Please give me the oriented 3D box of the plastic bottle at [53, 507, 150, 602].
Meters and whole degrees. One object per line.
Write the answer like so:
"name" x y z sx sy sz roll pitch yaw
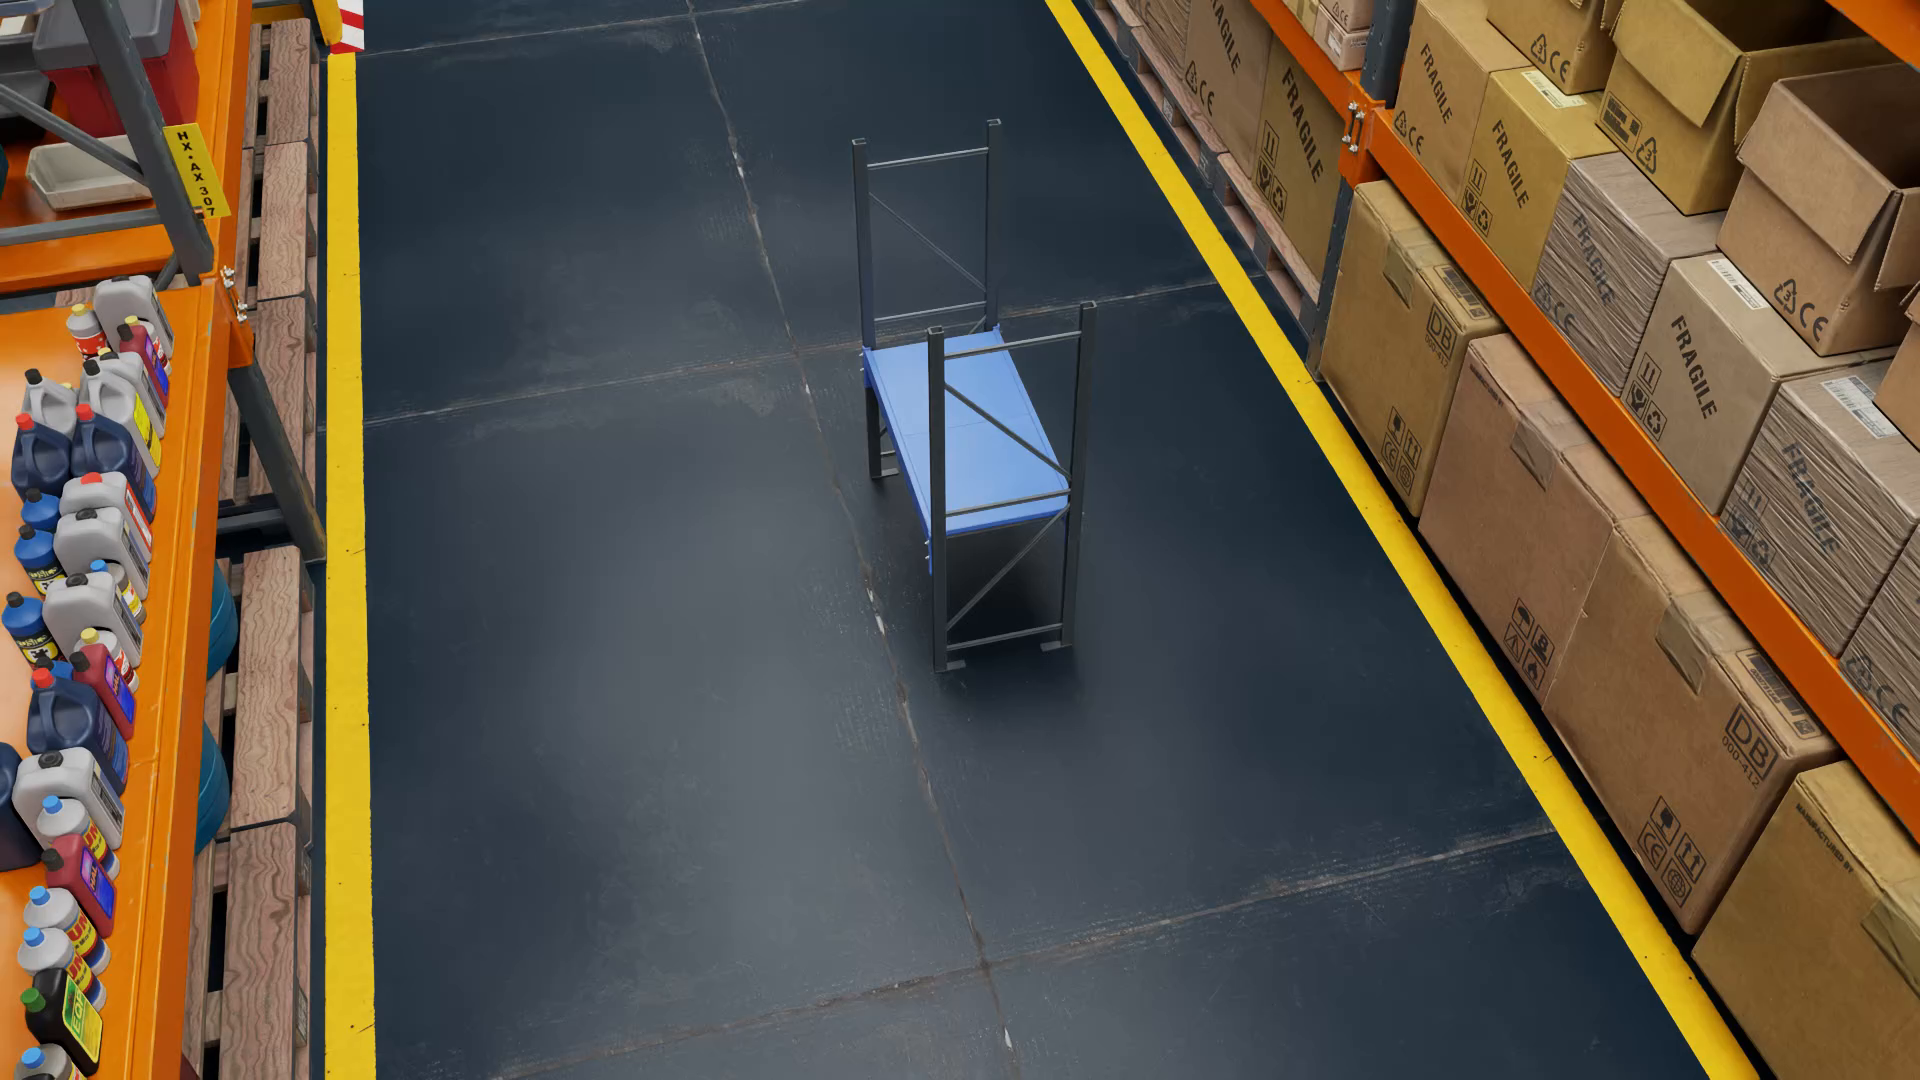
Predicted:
"plastic bottle" -2.177 0.030 4.208 0.152 0.276 0.135 -11 47 -10

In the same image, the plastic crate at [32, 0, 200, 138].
"plastic crate" -2.833 -1.626 5.656 0.402 0.464 0.583 -11 47 -10

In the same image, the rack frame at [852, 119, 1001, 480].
"rack frame" -0.108 -0.817 6.001 0.500 1.500 0.032 -11 47 -10

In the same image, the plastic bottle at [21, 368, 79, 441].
"plastic bottle" -2.435 -0.302 4.480 0.144 0.351 0.185 -11 47 -10

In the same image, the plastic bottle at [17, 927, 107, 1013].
"plastic bottle" -1.836 0.873 3.384 0.097 0.271 0.097 0 46 0

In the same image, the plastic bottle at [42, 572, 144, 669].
"plastic bottle" -2.117 0.190 4.051 0.152 0.276 0.135 -11 47 -10

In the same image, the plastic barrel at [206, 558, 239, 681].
"plastic barrel" -2.724 0.046 5.280 0.600 0.901 0.708 -11 47 -10

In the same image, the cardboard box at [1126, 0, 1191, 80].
"cardboard box" 1.391 -2.935 8.220 0.875 0.875 0.875 -11 47 -10

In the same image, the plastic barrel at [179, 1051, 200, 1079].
"plastic barrel" -2.254 1.424 4.148 0.600 0.588 0.708 -11 47 -10

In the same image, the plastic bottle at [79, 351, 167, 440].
"plastic bottle" -2.340 -0.411 4.640 0.152 0.276 0.135 -11 47 -10

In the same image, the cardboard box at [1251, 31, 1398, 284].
"cardboard box" 1.849 -1.699 7.009 0.875 0.875 0.875 -11 47 -10

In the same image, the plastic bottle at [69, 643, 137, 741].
"plastic bottle" -2.014 0.339 3.900 0.061 0.283 0.133 -11 47 -10

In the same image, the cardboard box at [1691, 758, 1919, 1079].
"cardboard box" 2.808 1.052 4.312 1.225 0.875 0.875 -13 47 -12

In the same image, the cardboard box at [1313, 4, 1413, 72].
"cardboard box" 1.546 -1.888 6.176 0.380 0.149 0.250 -10 47 -10

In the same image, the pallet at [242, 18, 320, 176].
"pallet" -3.698 -2.129 8.189 1.003 0.211 1.213 -11 47 -10

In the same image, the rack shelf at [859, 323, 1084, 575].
"rack shelf" 0.022 -0.340 5.785 0.538 0.185 1.000 -11 47 -10

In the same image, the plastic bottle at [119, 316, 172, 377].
"plastic bottle" -2.378 -0.562 4.840 0.097 0.201 0.097 0 46 0

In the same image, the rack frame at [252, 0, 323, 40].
"rack frame" -3.871 -3.682 7.758 1.000 3.000 0.127 -11 47 -10

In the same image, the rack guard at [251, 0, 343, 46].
"rack guard" -3.890 -2.821 8.665 1.175 0.500 0.348 -11 47 -10

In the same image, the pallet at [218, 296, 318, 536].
"pallet" -3.073 -0.445 6.538 1.003 0.211 1.213 -11 47 -10

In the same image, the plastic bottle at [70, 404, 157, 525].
"plastic bottle" -2.248 -0.200 4.381 0.144 0.351 0.185 -11 47 -10

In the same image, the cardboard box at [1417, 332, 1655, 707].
"cardboard box" 2.353 -0.174 5.514 1.225 0.875 0.875 -12 47 -12

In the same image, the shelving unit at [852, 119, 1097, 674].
"shelving unit" 0.022 -0.466 5.657 0.538 1.500 1.048 -11 47 -10

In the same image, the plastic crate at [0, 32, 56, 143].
"plastic crate" -3.393 -1.568 5.837 0.437 0.125 0.590 -11 47 -10

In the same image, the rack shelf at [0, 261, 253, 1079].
"rack shelf" -2.335 0.713 3.955 1.077 0.370 4.000 -11 47 -10

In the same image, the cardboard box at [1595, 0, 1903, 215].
"cardboard box" 2.277 -1.296 4.648 0.797 0.503 0.637 -10 46 -10

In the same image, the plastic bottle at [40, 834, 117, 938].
"plastic bottle" -1.873 0.718 3.527 0.061 0.283 0.133 -11 47 -10

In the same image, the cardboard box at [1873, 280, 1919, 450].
"cardboard box" 2.629 -0.408 3.778 0.797 0.503 0.637 -10 46 -9

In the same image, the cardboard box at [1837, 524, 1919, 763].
"cardboard box" 2.477 0.260 3.825 0.500 0.500 0.500 -11 47 -11

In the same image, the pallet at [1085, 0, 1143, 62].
"pallet" 1.197 -3.074 9.114 1.003 0.211 1.213 -11 47 -10

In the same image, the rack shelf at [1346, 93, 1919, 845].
"rack shelf" 2.453 -0.193 4.843 1.077 0.370 4.000 -11 47 -10

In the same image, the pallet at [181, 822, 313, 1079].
"pallet" -2.374 1.440 4.691 1.003 0.211 1.213 -11 47 -10

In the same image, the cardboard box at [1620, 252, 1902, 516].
"cardboard box" 2.211 -0.449 4.520 0.500 0.500 0.500 -10 46 -10

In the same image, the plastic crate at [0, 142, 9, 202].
"plastic crate" -3.296 -1.195 5.291 0.392 0.384 0.575 -11 47 -10

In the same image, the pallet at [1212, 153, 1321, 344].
"pallet" 1.822 -1.389 7.463 1.003 0.211 1.213 -11 47 -10

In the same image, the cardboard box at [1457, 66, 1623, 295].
"cardboard box" 1.946 -1.150 5.207 0.500 0.500 0.500 -11 47 -10

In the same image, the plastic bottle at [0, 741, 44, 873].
"plastic bottle" -2.126 0.553 3.642 0.144 0.351 0.185 -11 47 -10

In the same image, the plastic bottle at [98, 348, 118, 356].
"plastic bottle" -2.402 -0.459 4.739 0.097 0.201 0.097 0 46 0

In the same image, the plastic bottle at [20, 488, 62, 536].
"plastic bottle" -2.327 -0.026 4.265 0.097 0.271 0.097 0 46 0

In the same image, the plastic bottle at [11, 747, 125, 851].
"plastic bottle" -1.977 0.570 3.678 0.152 0.276 0.135 -11 47 -10

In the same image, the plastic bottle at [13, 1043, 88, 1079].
"plastic bottle" -1.777 1.057 3.253 0.097 0.201 0.097 0 46 0

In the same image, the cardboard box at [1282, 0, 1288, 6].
"cardboard box" 1.414 -2.243 6.524 0.380 0.149 0.250 -11 47 -11

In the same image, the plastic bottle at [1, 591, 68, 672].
"plastic bottle" -2.233 0.227 4.017 0.097 0.271 0.097 0 46 0
